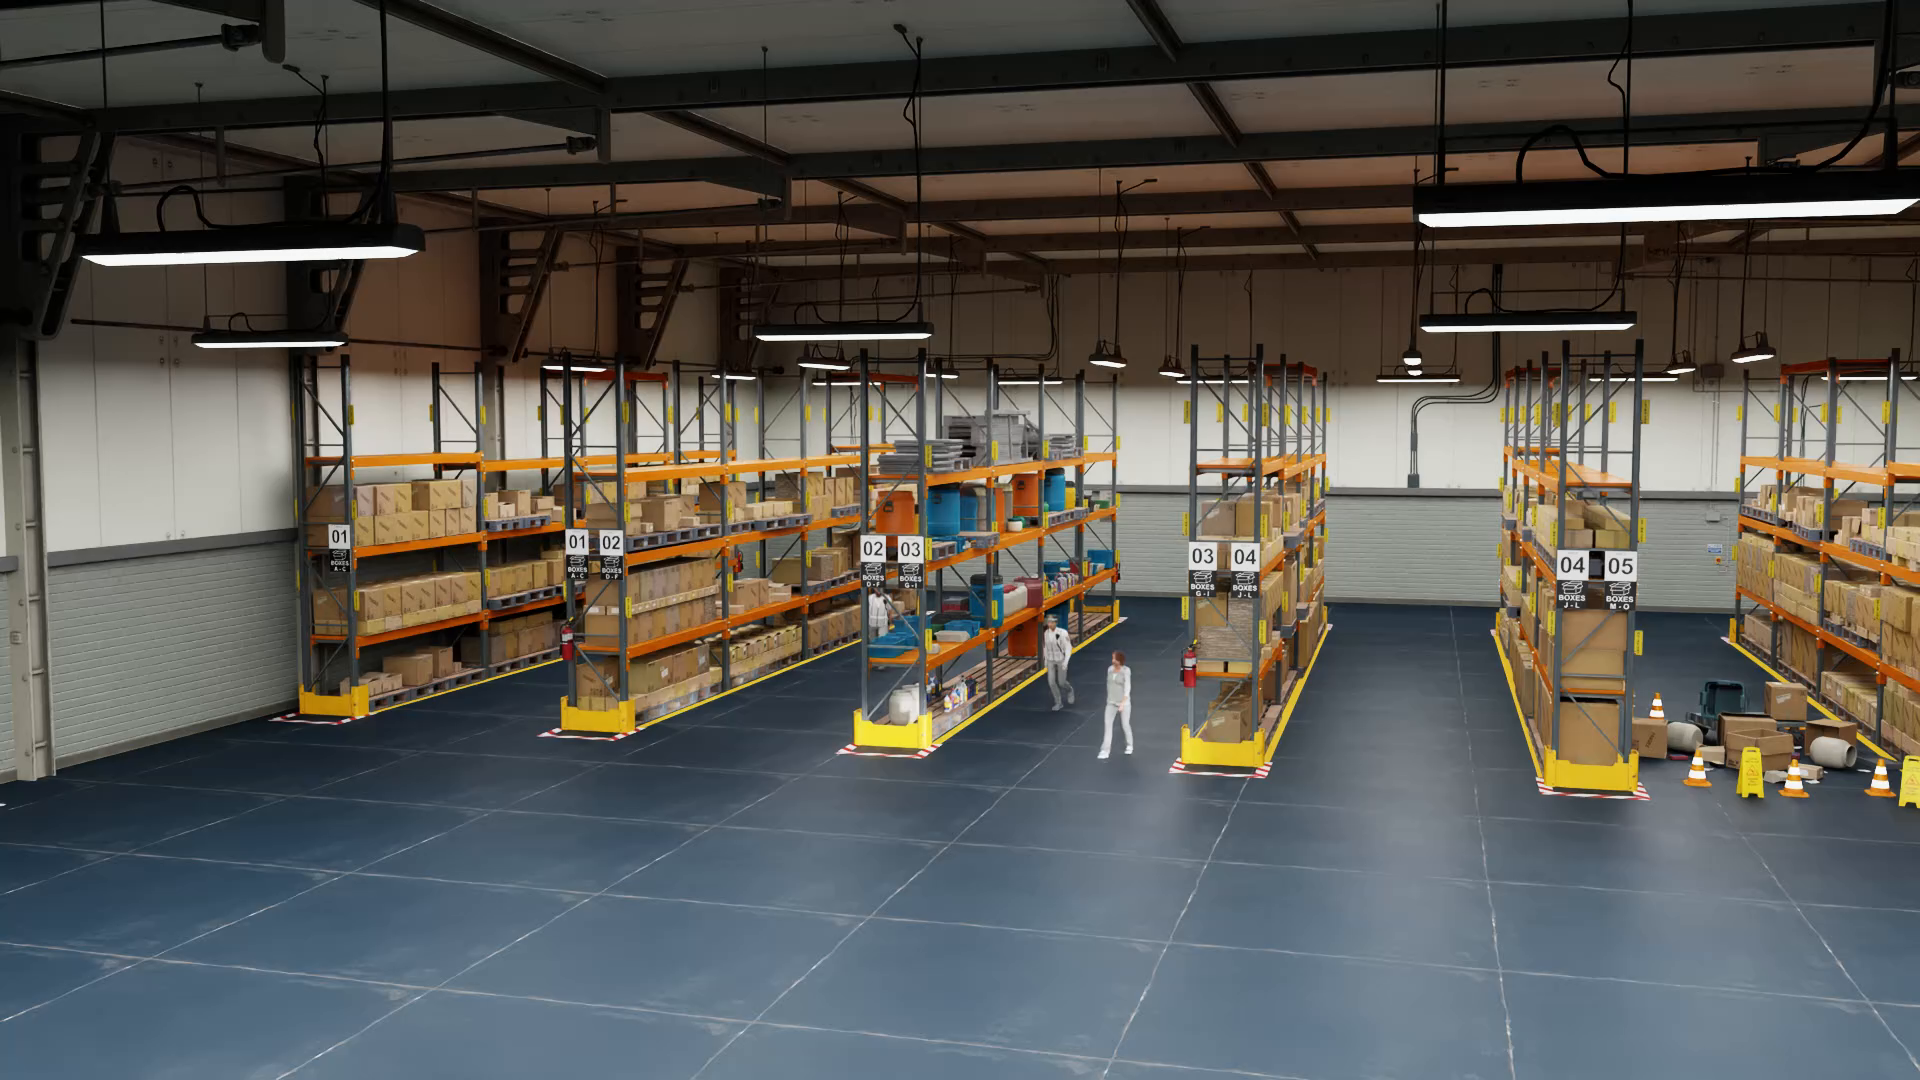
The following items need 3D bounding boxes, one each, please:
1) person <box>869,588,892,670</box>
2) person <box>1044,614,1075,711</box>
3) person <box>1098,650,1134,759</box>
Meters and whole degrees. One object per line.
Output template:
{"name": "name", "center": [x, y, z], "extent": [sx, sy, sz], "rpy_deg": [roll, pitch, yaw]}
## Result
{"name": "person", "center": [-1.616, 1.656, 32.822], "extent": [0.518, 1.730, 1.038], "rpy_deg": [0, 4, 6]}
{"name": "person", "center": [1.693, 2.059, 28.388], "extent": [0.548, 1.648, 0.588], "rpy_deg": [3, 5, 31]}
{"name": "person", "center": [2.280, 2.404, 24.239], "extent": [0.432, 1.521, 0.903], "rpy_deg": [3, 5, 31]}
